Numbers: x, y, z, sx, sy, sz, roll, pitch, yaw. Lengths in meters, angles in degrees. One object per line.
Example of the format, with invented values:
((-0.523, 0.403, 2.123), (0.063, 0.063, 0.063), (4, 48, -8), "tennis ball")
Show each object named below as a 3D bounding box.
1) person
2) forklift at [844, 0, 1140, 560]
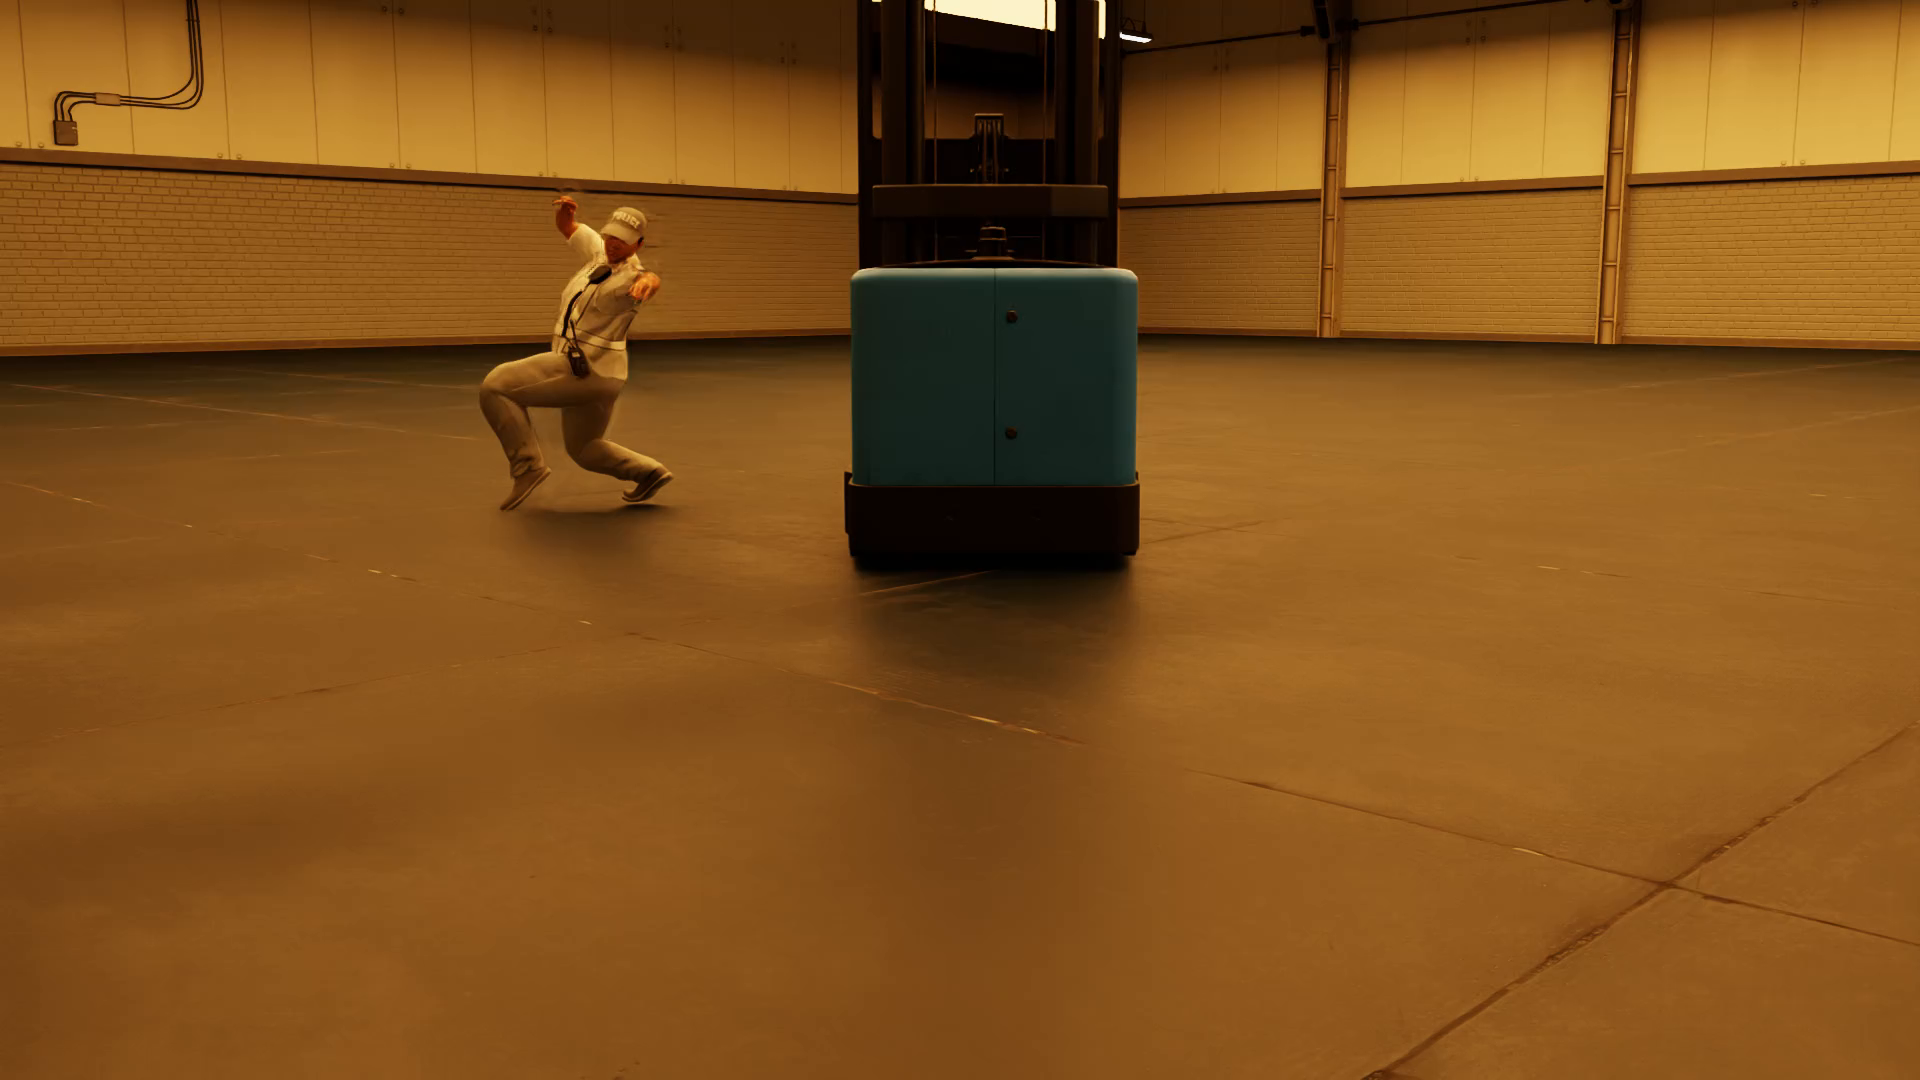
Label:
((-1.735, -0.808, 7.417), (0.857, 1.437, 1.007), (-1, 9, -7), "person")
((0.115, -1.558, 7.220), (1.130, 2.935, 3.031), (0, 9, 0), "forklift")
